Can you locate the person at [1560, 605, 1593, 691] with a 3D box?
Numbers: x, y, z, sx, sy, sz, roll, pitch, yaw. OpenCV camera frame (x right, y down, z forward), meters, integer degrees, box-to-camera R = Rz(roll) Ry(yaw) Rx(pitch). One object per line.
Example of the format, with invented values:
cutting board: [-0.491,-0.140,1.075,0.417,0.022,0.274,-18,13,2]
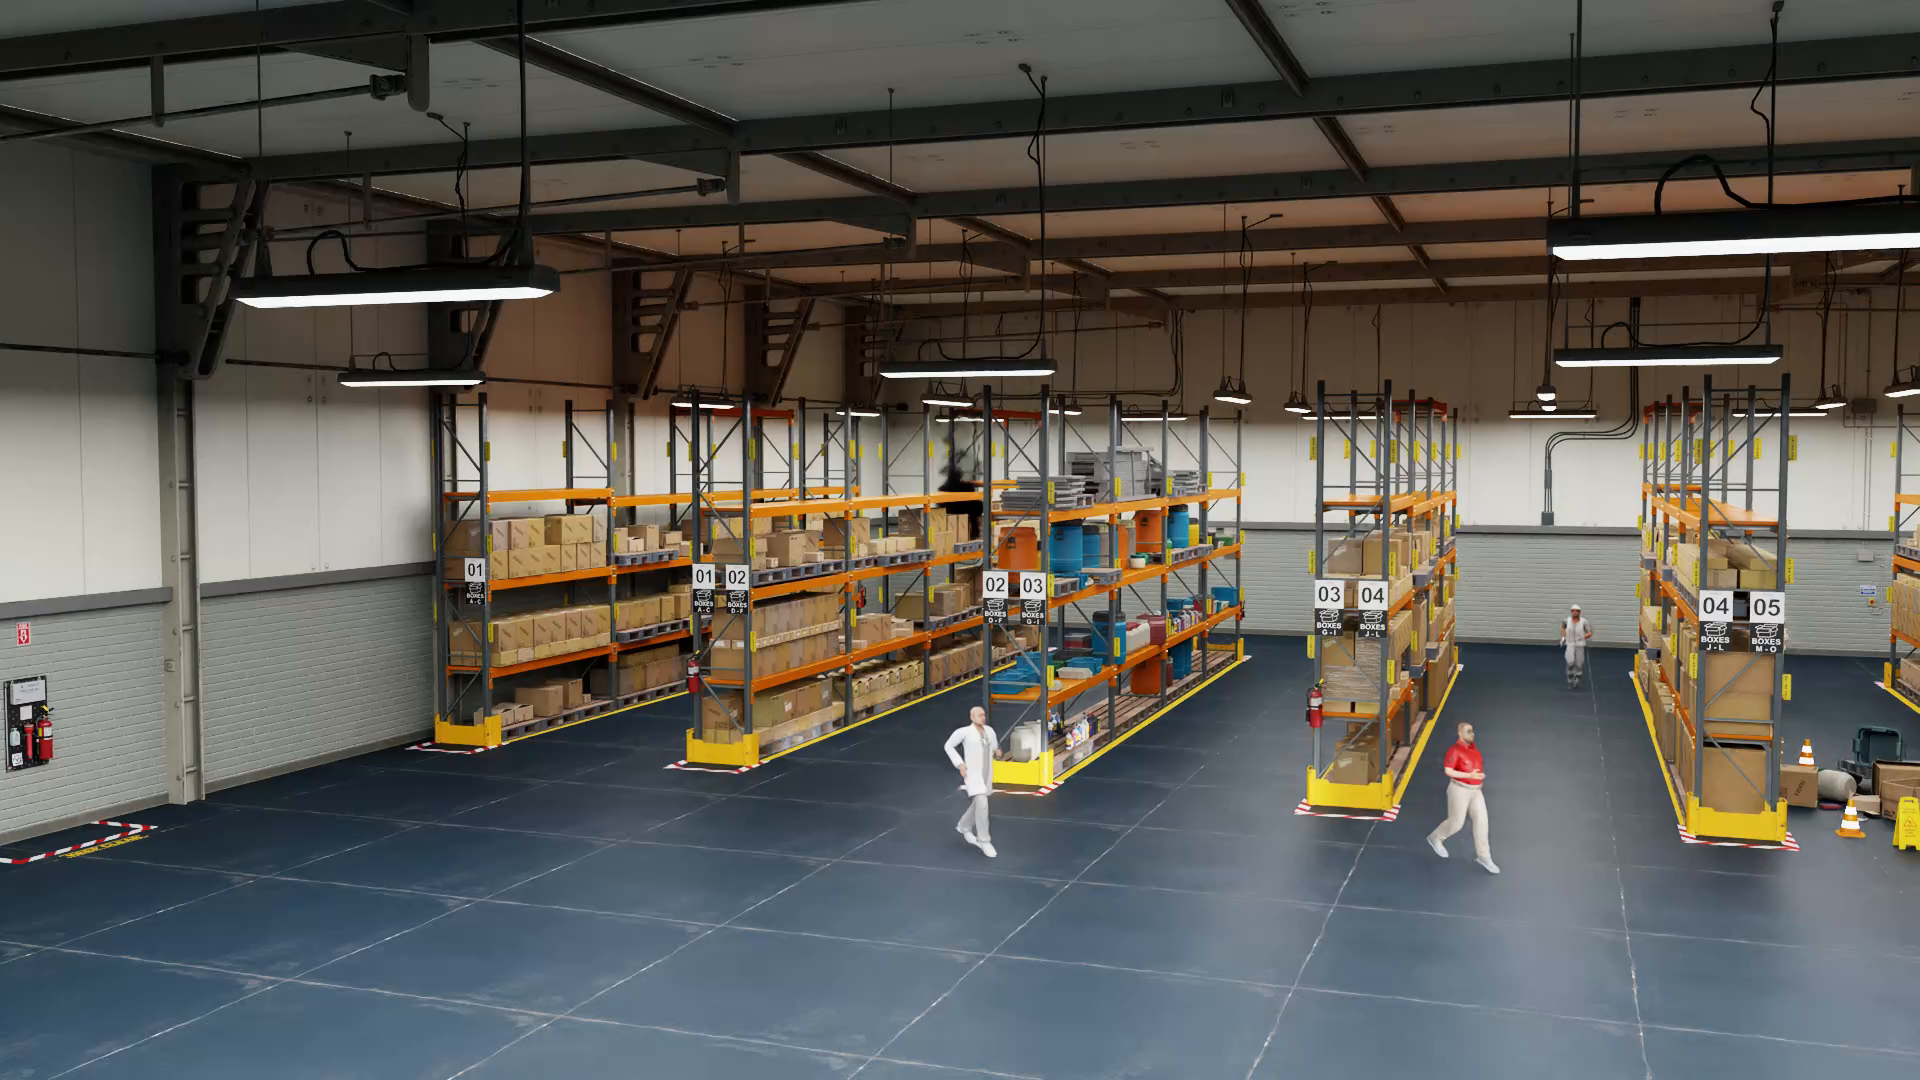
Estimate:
person: [12.921,2.262,34.869,0.639,1.818,0.792,1,3,25]

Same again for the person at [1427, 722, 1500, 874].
person: [6.068,3.066,20.032,0.660,1.753,0.969,-2,4,-33]

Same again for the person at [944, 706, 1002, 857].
person: [0.210,2.994,20.876,0.694,1.822,0.876,-3,4,-41]
